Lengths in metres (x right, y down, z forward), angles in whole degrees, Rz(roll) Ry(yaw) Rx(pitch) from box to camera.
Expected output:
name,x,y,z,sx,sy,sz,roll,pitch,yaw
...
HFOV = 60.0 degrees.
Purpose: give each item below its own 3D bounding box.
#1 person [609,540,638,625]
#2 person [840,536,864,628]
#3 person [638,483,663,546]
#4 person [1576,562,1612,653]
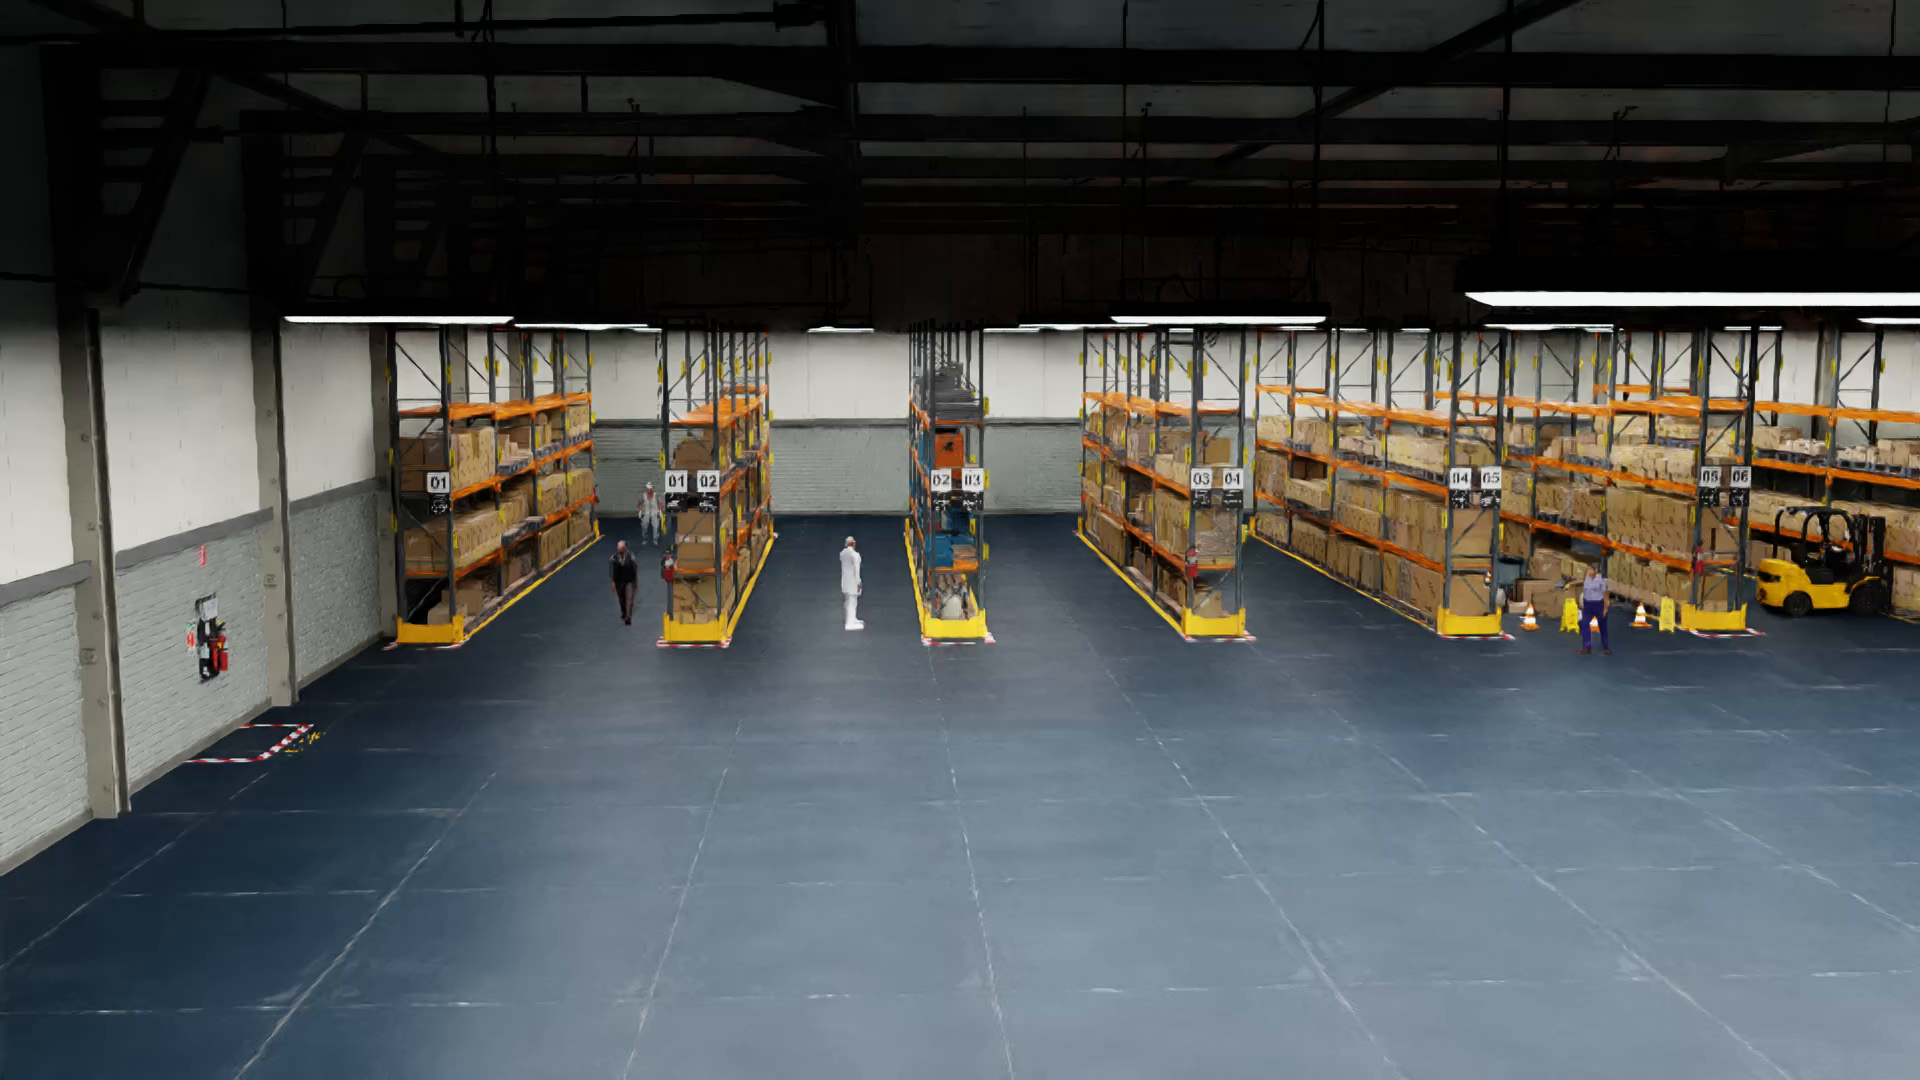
name,x,y,z,sx,sy,sz,roll,pitch,yaw
person,-6.698,0.820,33.052,0.543,1.647,1.115,0,7,-1
person,-2.084,0.813,32.515,0.515,1.784,0.638,-5,8,-33
person,-8.383,-0.691,45.025,0.677,1.742,0.552,-1,7,-4
person,11.493,1.218,30.020,0.558,1.641,0.544,-6,9,-38
